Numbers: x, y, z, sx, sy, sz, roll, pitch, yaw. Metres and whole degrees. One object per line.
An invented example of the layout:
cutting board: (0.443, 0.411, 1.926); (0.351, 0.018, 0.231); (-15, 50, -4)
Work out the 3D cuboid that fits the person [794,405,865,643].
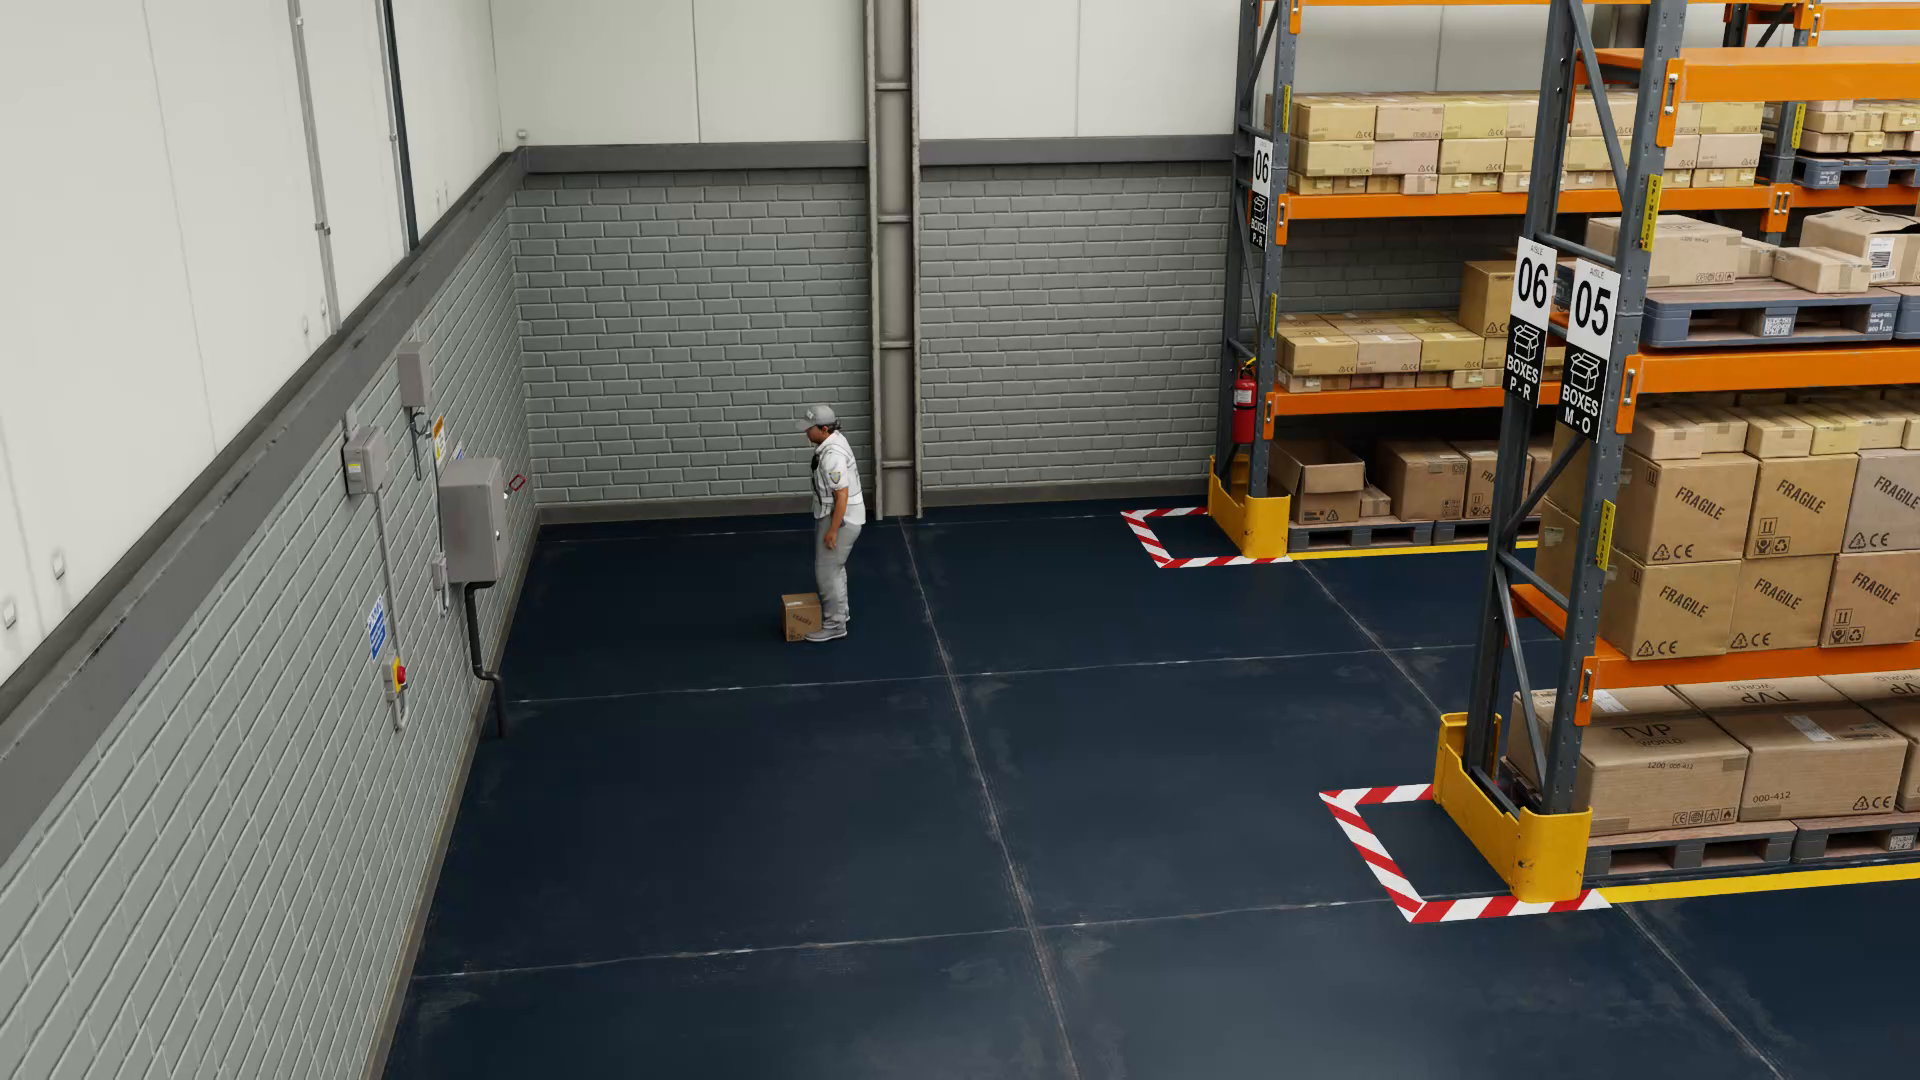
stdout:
person: (-0.893, -0.137, 11.437); (0.463, 1.667, 0.562); (-4, 20, -10)
